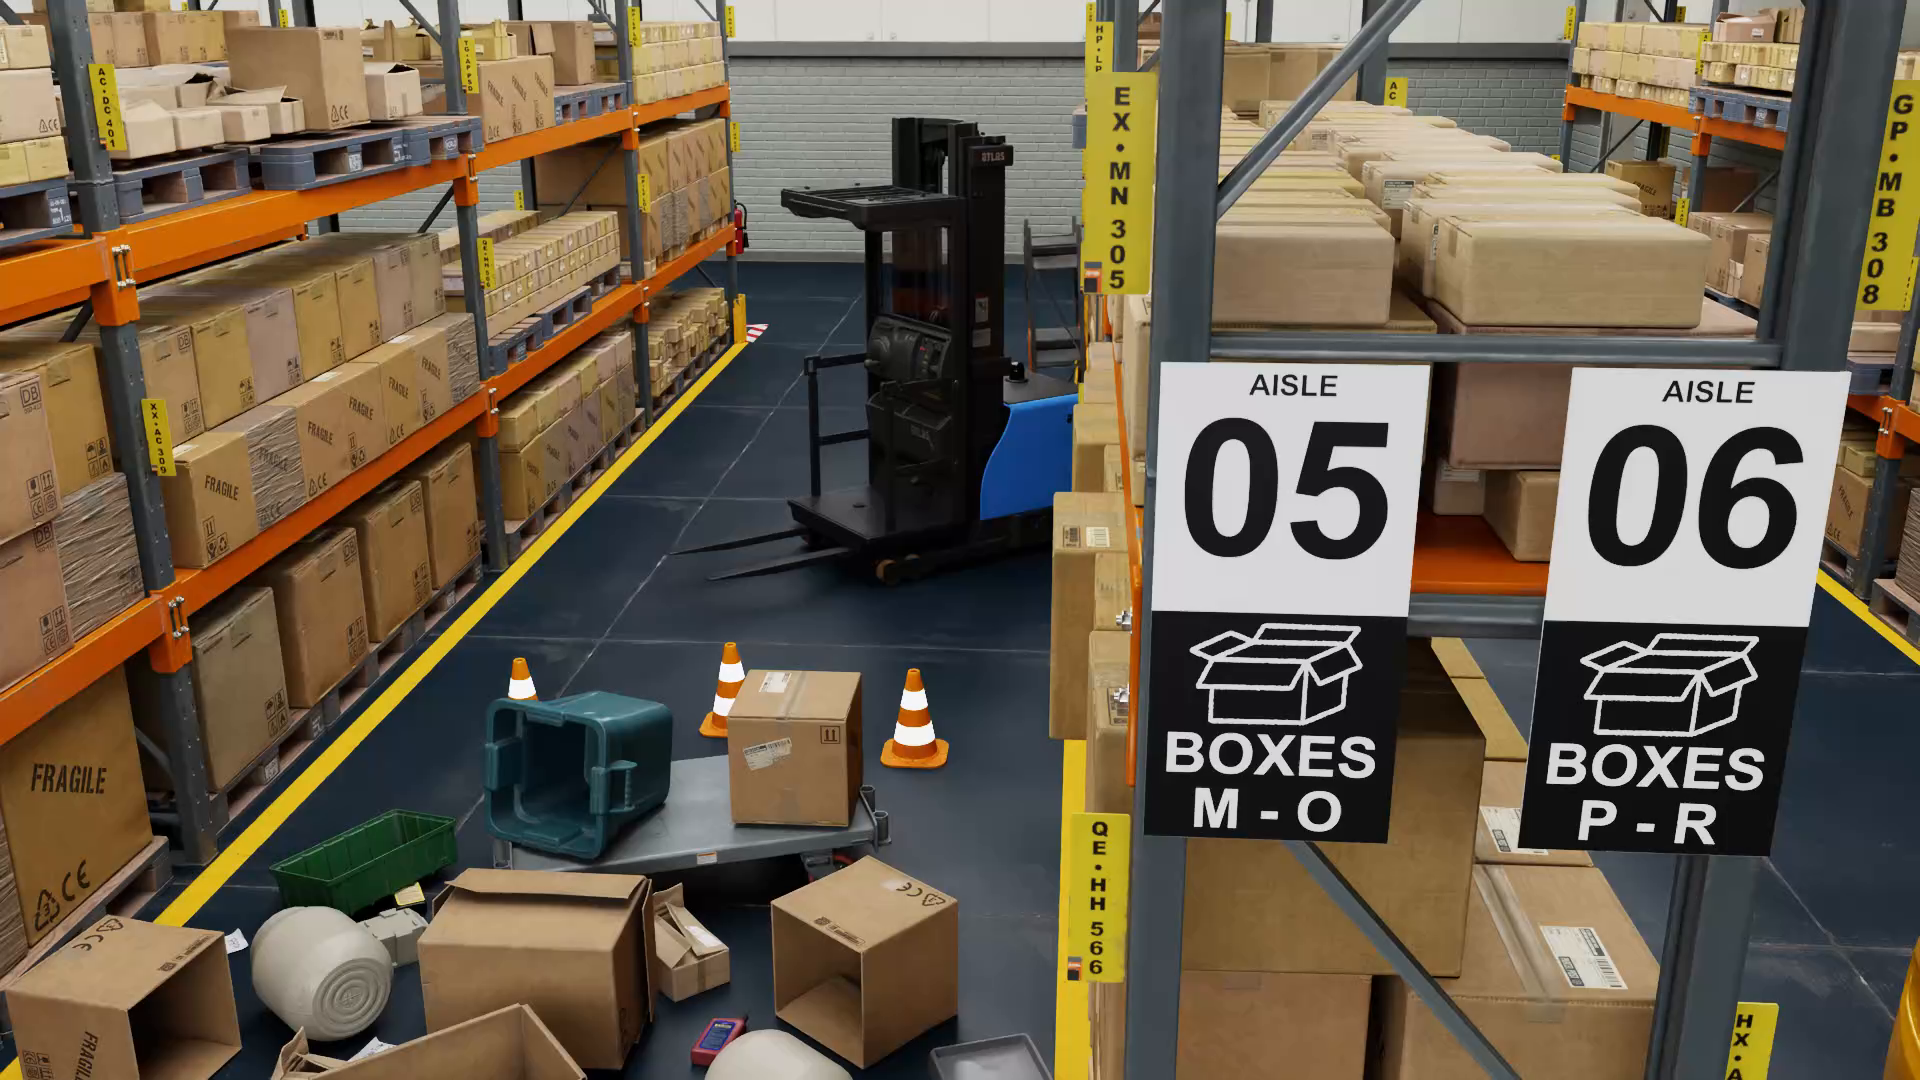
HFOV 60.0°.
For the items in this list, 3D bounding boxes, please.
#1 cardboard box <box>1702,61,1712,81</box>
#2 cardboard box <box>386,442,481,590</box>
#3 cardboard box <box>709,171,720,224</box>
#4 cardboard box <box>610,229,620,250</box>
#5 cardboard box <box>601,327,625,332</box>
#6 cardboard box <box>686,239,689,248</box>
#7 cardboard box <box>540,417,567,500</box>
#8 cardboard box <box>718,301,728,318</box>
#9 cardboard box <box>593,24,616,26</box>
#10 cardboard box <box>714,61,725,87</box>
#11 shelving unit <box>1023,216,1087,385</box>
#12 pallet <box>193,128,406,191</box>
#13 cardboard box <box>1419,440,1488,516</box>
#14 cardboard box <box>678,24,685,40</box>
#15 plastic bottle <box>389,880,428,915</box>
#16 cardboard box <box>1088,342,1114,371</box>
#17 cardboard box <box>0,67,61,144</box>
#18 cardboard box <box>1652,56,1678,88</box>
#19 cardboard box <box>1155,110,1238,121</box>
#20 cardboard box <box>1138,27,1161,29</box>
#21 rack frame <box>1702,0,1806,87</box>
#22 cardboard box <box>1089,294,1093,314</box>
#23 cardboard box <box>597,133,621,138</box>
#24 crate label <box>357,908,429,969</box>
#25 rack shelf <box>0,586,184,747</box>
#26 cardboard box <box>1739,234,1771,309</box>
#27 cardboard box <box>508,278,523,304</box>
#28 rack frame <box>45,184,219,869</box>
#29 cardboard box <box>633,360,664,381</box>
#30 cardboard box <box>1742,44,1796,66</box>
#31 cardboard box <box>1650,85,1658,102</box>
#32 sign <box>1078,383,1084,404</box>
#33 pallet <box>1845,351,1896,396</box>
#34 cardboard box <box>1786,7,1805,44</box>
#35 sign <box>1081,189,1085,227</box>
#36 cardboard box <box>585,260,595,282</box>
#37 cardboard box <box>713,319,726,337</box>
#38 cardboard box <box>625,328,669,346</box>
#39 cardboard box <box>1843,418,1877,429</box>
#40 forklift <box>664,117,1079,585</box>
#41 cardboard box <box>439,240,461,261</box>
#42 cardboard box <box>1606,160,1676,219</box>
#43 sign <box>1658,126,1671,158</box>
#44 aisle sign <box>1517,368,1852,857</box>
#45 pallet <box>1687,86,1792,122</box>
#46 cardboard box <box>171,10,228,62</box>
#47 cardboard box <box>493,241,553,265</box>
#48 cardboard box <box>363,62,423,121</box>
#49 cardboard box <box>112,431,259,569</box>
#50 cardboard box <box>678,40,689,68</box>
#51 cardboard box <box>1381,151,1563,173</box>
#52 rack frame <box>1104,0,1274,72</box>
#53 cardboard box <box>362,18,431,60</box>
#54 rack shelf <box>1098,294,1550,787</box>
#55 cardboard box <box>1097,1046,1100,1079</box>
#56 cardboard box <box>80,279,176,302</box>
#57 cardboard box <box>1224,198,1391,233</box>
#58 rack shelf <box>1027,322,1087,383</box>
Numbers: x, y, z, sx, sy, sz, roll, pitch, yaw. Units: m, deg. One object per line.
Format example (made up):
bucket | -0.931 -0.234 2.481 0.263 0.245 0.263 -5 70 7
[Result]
cardboard box | 6.183 -3.751 13.304 0.380 0.149 0.250 2 18 5
cardboard box | -3.715 -0.171 10.567 1.050 0.750 0.750 1 18 3
cardboard box | -2.826 -3.596 17.443 0.500 0.500 0.500 1 18 3
cardboard box | -3.126 -2.564 14.181 0.380 0.149 0.250 2 18 6
cardboard box | -3.443 -1.951 16.007 0.380 0.149 0.250 2 18 6
cardboard box | -2.932 -3.005 16.679 0.380 0.149 0.250 2 18 5
cardboard box | -3.244 -0.610 12.307 0.500 0.500 0.500 1 18 5
cardboard box | -2.761 -2.528 18.249 0.380 0.149 0.250 1 18 2
cardboard box | -3.480 -4.836 15.845 0.380 0.149 0.250 1 18 3
cardboard box | -2.777 -4.920 17.543 0.500 0.250 0.500 1 18 3
shelving unit | 0.742 -1.368 12.684 0.431 2.100 0.503 -3 18 1
pallet | -3.652 -2.015 8.742 1.003 0.211 1.213 2 18 6
cardboard box | 1.067 -0.150 3.148 0.380 0.149 0.250 1 18 2
cardboard box | -2.871 -4.907 16.060 0.380 0.149 0.250 1 18 2
plastic bottle | -2.383 1.530 7.155 0.133 0.061 0.283 -9 20 -25
cardboard box | 0.828 -0.439 6.201 0.700 0.500 0.500 1 18 3
cardboard box | -3.647 -1.570 6.007 0.500 0.250 0.500 1 18 3
cardboard box | 6.413 -4.094 14.546 0.500 0.250 0.500 1 18 2
cardboard box | 0.711 -1.338 5.494 0.380 0.149 0.250 1 18 2
cardboard box | 1.244 -3.133 11.015 0.700 0.500 0.500 0 18 1
rack frame | 6.601 -5.132 13.134 1.000 3.000 0.127 1 18 4
cardboard box | 1.194 -1.790 12.007 0.500 0.250 0.500 1 18 2
cardboard box | -3.448 -3.606 15.866 0.500 0.500 0.500 2 18 5
crate label | -2.318 1.618 6.765 0.298 0.136 0.250 -13 22 -34
rack shelf | -4.012 0.977 5.278 1.077 0.370 4.000 1 18 4
cardboard box | 6.250 -1.979 12.310 0.700 0.500 0.500 1 18 4
cardboard box | -3.313 -1.762 11.736 0.380 0.149 0.250 1 18 2
rack frame | -3.868 0.014 7.062 1.000 3.000 0.127 1 18 4
cardboard box | -2.950 -1.562 15.299 0.380 0.149 0.250 2 18 6
cardboard box | 6.141 -3.650 12.519 0.380 0.149 0.250 1 18 3
cardboard box | 6.451 -4.024 14.971 0.380 0.149 0.250 2 18 6
sign | 0.522 -0.468 6.675 0.100 0.325 0.005 1 18 4
pallet | 6.293 -1.160 10.954 1.213 0.211 1.003 1 18 4
cardboard box | 6.662 -3.993 12.901 0.396 0.266 0.258 1 18 4
sign | 1.096 -2.852 14.292 0.100 0.325 0.005 1 18 4
cardboard box | -3.182 -2.187 13.509 0.380 0.149 0.250 0 18 1
cardboard box | -2.755 -2.307 18.051 0.380 0.149 0.250 2 18 6
cardboard box | -3.020 -1.946 15.992 0.380 0.149 0.250 1 18 2
cardboard box | 6.213 -0.765 11.740 0.380 0.149 0.250 2 18 6
forklift | -0.517 -1.283 11.130 3.031 2.935 1.130 -12 22 -32
cardboard box | -3.909 -2.155 12.456 0.380 0.149 0.250 2 18 7
cardboard box | 6.479 -3.349 15.887 0.500 0.500 0.500 2 18 5
sign | 7.440 -4.206 17.574 0.100 0.325 0.005 1 18 4
aisle sign | 1.094 0.127 2.544 0.394 0.787 0.004 1 18 4
pallet | 6.484 -3.417 13.017 1.213 0.211 1.003 1 18 4
cardboard box | -8.092 -5.240 17.284 0.700 0.500 0.500 1 18 2
cardboard box | -3.263 -2.138 12.405 0.380 0.149 0.250 2 18 6
cardboard box | -3.357 -2.527 9.308 0.500 0.311 0.500 1 18 4
cardboard box | -3.562 -0.190 7.526 0.500 0.500 0.500 1 18 5
cardboard box | -2.910 -4.681 16.013 0.500 0.250 0.500 0 18 2
cardboard box | 1.215 -0.845 3.989 0.380 0.149 0.250 2 18 5
rack frame | 1.363 -4.000 9.678 1.000 3.000 0.127 1 18 4
cardboard box | -3.790 -3.356 11.140 0.396 0.266 0.258 1 18 4
rack shelf | 0.933 -0.369 4.570 1.077 0.370 4.000 1 18 4
cardboard box | 0.546 1.408 4.304 0.380 0.149 0.250 2 18 6
cardboard box | -8.108 -2.005 15.964 0.875 0.875 0.875 1 18 4
cardboard box | 0.576 -0.540 3.060 0.380 0.149 0.250 2 18 5
rack shelf | 0.743 -1.355 12.689 0.431 0.518 0.480 -3 18 1
